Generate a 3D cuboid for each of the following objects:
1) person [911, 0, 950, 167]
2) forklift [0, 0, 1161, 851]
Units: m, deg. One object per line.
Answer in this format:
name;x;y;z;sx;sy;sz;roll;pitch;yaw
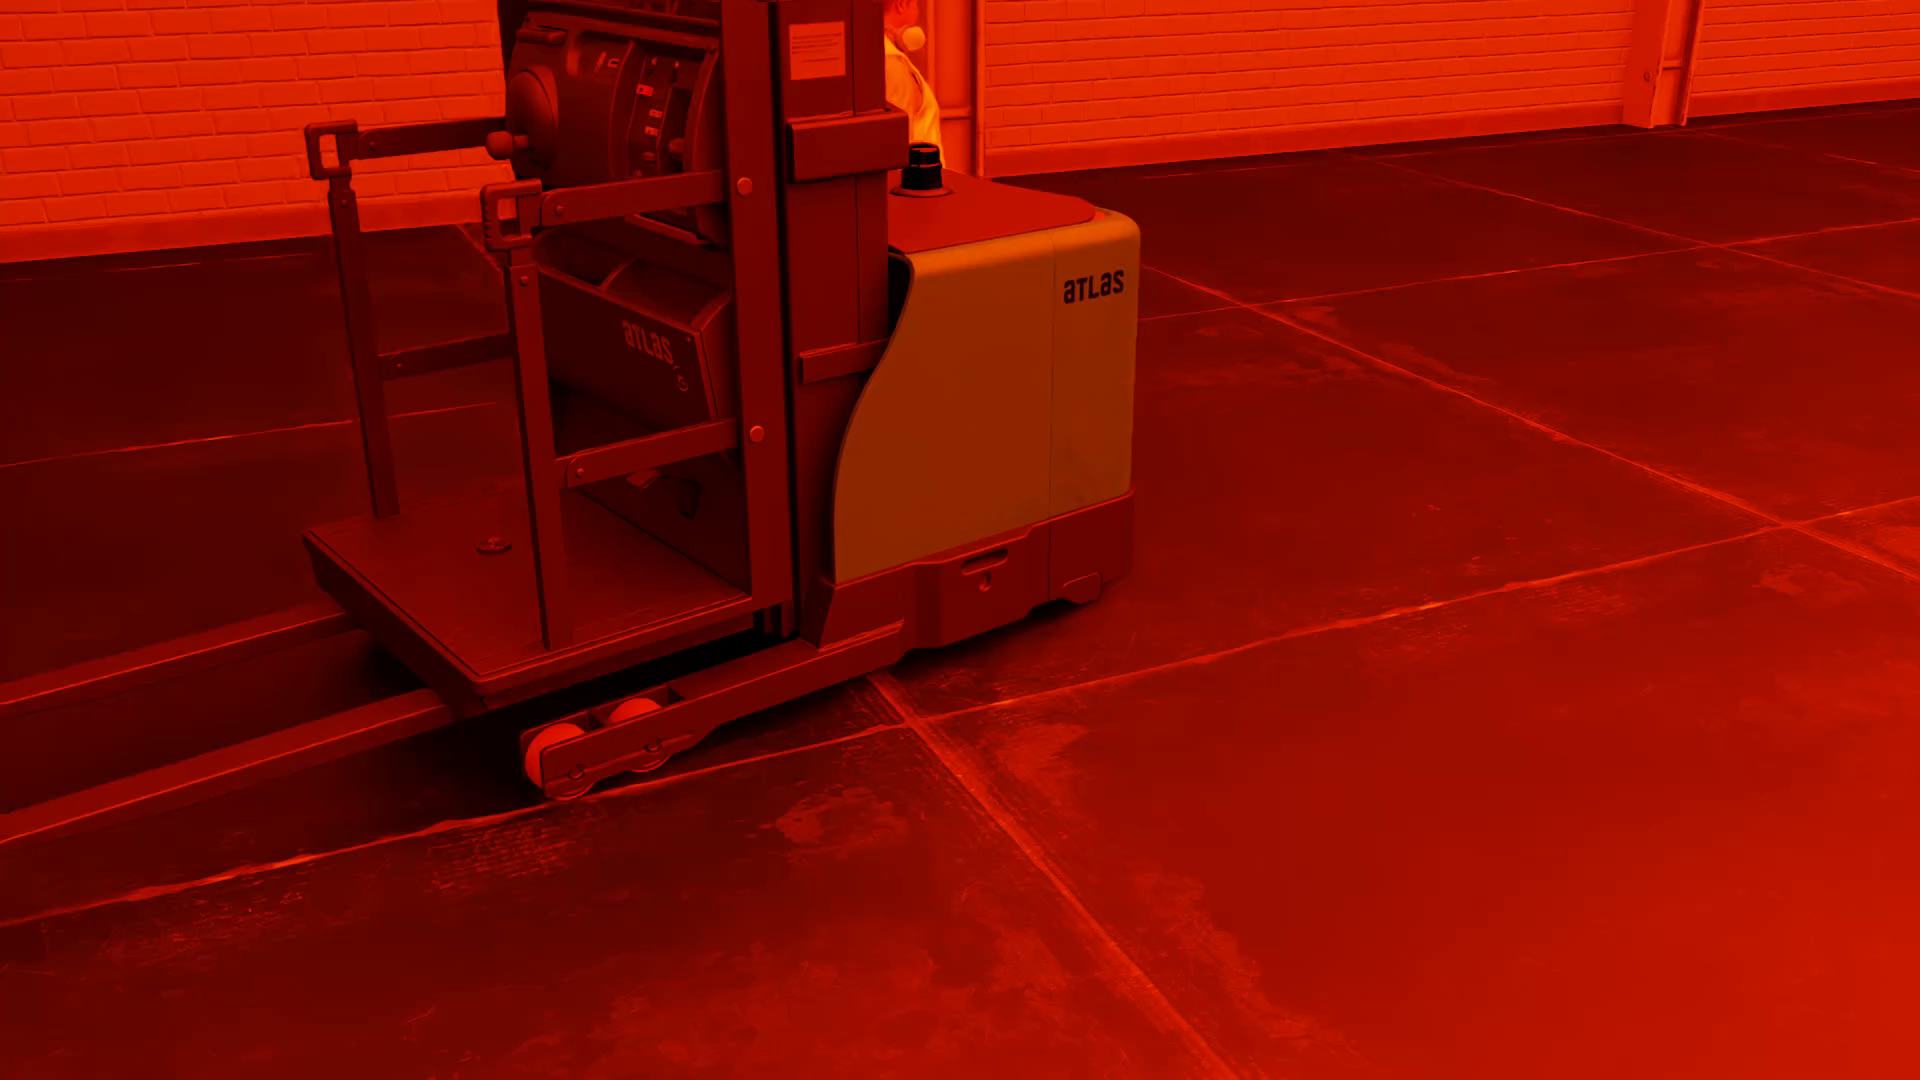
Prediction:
person;-0.162;-1.049;5.480;0.399;1.760;0.806;-2;23;-5
forklift;-0.917;-1.020;3.741;3.031;2.935;1.130;-17;28;-35
